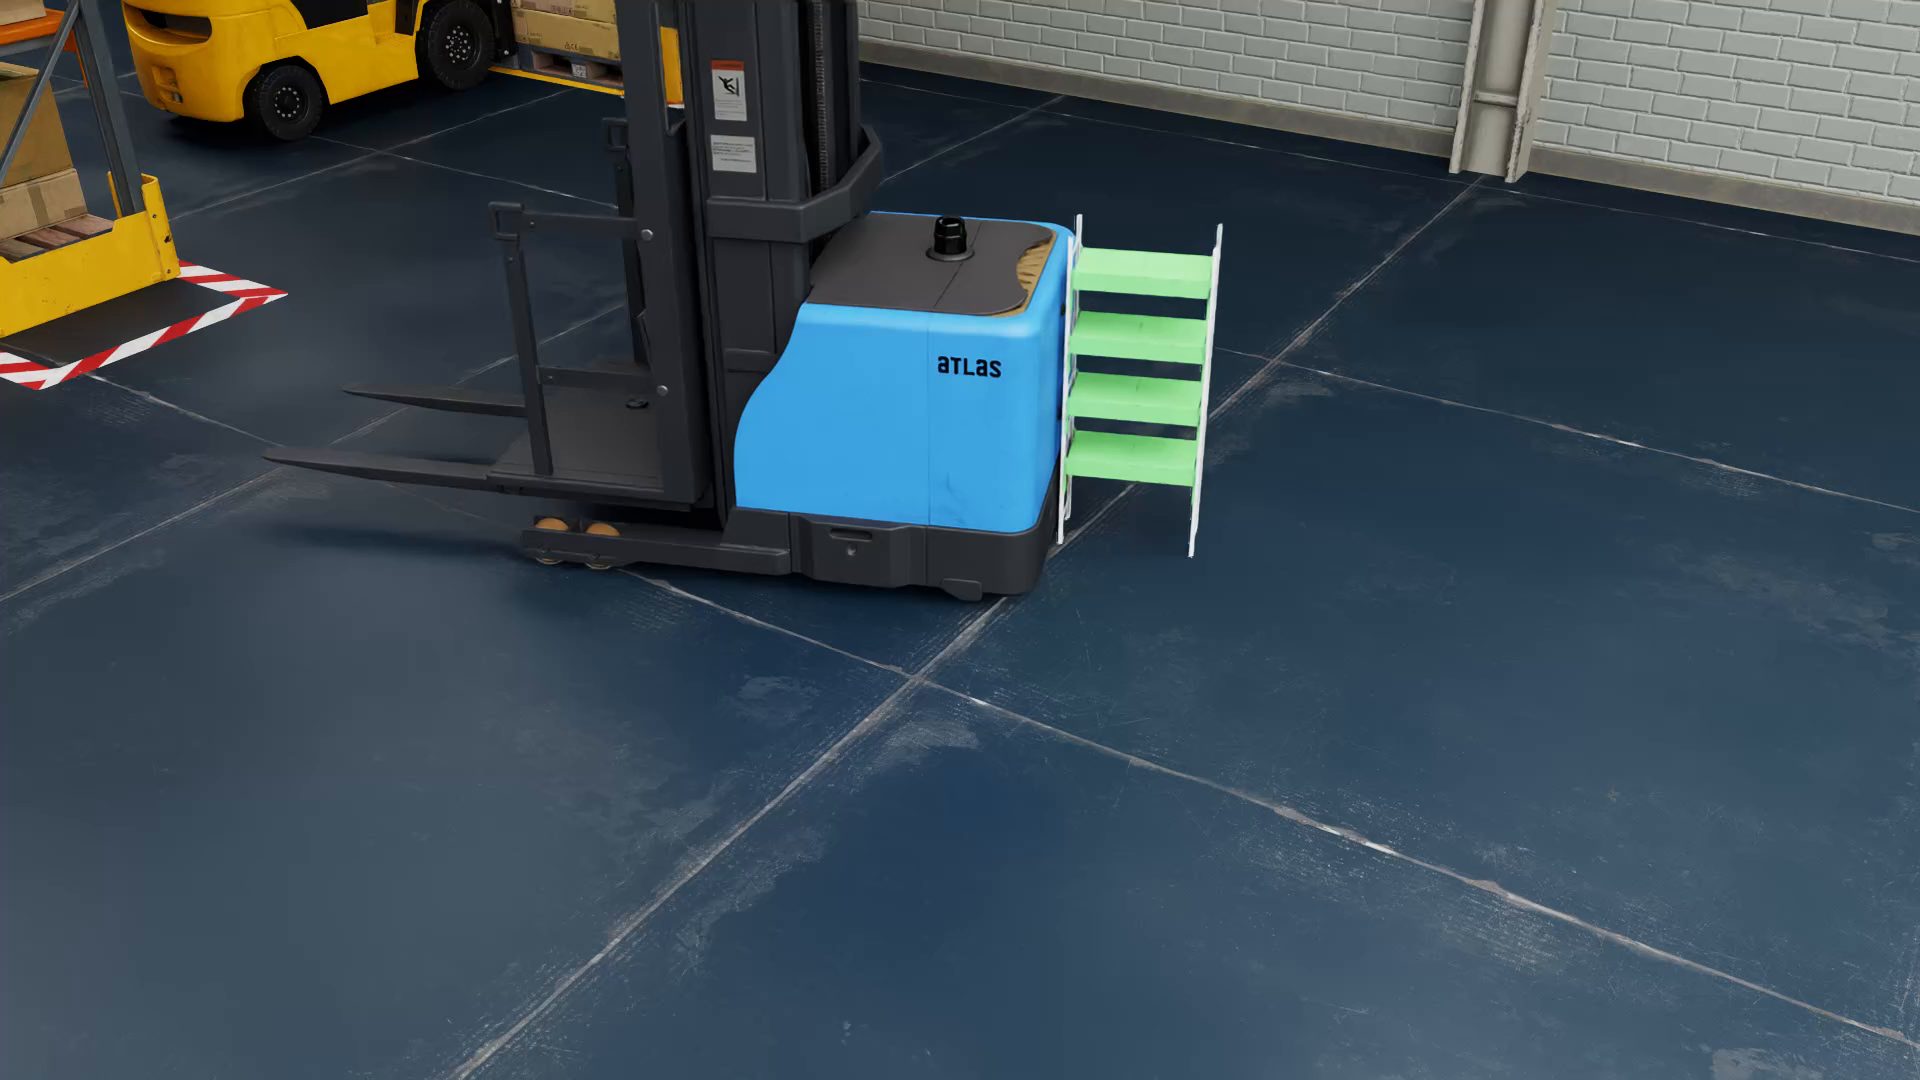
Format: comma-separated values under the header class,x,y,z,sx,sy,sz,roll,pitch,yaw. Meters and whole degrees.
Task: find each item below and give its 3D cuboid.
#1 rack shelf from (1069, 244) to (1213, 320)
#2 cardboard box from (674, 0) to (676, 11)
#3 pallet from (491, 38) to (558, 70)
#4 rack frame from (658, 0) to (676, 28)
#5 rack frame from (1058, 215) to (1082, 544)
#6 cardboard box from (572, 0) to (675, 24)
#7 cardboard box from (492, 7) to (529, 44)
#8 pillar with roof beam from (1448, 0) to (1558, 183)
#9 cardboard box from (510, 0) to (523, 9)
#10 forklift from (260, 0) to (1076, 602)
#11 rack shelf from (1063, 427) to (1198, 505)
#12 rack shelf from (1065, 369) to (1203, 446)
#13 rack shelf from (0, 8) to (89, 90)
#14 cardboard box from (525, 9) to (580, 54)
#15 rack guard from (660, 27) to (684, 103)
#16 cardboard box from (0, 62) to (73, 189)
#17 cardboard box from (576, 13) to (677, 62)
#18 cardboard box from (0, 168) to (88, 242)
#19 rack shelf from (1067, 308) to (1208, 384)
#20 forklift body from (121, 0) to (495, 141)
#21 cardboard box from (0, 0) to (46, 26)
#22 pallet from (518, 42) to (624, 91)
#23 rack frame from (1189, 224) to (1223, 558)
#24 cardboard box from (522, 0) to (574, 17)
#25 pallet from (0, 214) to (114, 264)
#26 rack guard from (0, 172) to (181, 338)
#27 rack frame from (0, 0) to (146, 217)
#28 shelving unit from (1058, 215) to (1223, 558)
class,x,y,z,sx,sy,sz,roll,pitch,yaw
rack shelf,0.636,-0.897,5.771,0.480,0.148,0.258,6,31,10
cardboard box,-2.053,-3.998,11.942,0.500,0.250,0.500,18,35,28
pallet,-3.464,-3.883,12.697,1.213,0.211,1.003,18,35,27
rack frame,-1.765,-4.573,11.113,0.127,3.000,1.000,18,35,27
rack frame,0.397,-0.561,6.022,0.015,1.200,0.240,6,31,10
cardboard box,-2.343,-3.780,11.568,0.500,0.250,0.500,17,34,27
cardboard box,-3.166,-3.833,12.156,0.500,0.250,0.500,18,35,28
pillar with roof beam,0.918,-4.291,4.675,0.400,9.000,9.100,18,35,27
cardboard box,-3.211,-4.048,12.028,0.500,0.250,0.500,17,34,26
forklift,-1.129,-1.411,5.760,3.031,2.935,1.130,6,31,10
rack shelf,0.636,-0.275,6.134,0.480,0.148,0.258,6,31,10
rack shelf,0.636,-0.482,6.013,0.480,0.148,0.258,6,31,10
rack shelf,-6.095,-2.679,8.579,4.000,0.370,1.077,18,35,27
cardboard box,-2.747,-3.695,11.920,0.500,0.250,0.500,18,35,27
rack guard,-1.745,-3.487,11.731,0.348,0.500,1.175,18,35,27
cardboard box,-4.957,-2.112,8.461,0.500,0.500,0.500,16,34,26
cardboard box,-2.331,-3.558,11.684,0.500,0.250,0.500,18,35,28
cardboard box,-4.937,-1.782,8.639,0.500,0.250,0.500,17,34,27
rack shelf,0.636,-0.690,5.892,0.480,0.148,0.258,6,31,10
forklift body,-4.341,-3.936,10.863,1.214,2.155,2.313,18,35,27
cardboard box,-4.578,-2.525,7.850,0.250,0.149,0.380,18,35,28
pallet,-2.435,-3.556,12.136,1.213,0.211,1.003,18,35,27
rack frame,0.876,-0.514,5.940,0.015,1.200,0.240,6,31,10
cardboard box,-2.763,-3.919,11.807,0.500,0.250,0.500,17,34,27
pallet,-5.134,-1.503,8.616,1.213,0.211,1.003,18,35,27
rack guard,-4.465,-1.395,8.144,0.348,0.500,1.175,18,35,27
rack frame,-4.401,-2.454,7.480,0.127,3.000,1.000,18,35,27
shelving unit,0.636,-0.537,5.981,0.503,1.200,0.258,6,31,10
